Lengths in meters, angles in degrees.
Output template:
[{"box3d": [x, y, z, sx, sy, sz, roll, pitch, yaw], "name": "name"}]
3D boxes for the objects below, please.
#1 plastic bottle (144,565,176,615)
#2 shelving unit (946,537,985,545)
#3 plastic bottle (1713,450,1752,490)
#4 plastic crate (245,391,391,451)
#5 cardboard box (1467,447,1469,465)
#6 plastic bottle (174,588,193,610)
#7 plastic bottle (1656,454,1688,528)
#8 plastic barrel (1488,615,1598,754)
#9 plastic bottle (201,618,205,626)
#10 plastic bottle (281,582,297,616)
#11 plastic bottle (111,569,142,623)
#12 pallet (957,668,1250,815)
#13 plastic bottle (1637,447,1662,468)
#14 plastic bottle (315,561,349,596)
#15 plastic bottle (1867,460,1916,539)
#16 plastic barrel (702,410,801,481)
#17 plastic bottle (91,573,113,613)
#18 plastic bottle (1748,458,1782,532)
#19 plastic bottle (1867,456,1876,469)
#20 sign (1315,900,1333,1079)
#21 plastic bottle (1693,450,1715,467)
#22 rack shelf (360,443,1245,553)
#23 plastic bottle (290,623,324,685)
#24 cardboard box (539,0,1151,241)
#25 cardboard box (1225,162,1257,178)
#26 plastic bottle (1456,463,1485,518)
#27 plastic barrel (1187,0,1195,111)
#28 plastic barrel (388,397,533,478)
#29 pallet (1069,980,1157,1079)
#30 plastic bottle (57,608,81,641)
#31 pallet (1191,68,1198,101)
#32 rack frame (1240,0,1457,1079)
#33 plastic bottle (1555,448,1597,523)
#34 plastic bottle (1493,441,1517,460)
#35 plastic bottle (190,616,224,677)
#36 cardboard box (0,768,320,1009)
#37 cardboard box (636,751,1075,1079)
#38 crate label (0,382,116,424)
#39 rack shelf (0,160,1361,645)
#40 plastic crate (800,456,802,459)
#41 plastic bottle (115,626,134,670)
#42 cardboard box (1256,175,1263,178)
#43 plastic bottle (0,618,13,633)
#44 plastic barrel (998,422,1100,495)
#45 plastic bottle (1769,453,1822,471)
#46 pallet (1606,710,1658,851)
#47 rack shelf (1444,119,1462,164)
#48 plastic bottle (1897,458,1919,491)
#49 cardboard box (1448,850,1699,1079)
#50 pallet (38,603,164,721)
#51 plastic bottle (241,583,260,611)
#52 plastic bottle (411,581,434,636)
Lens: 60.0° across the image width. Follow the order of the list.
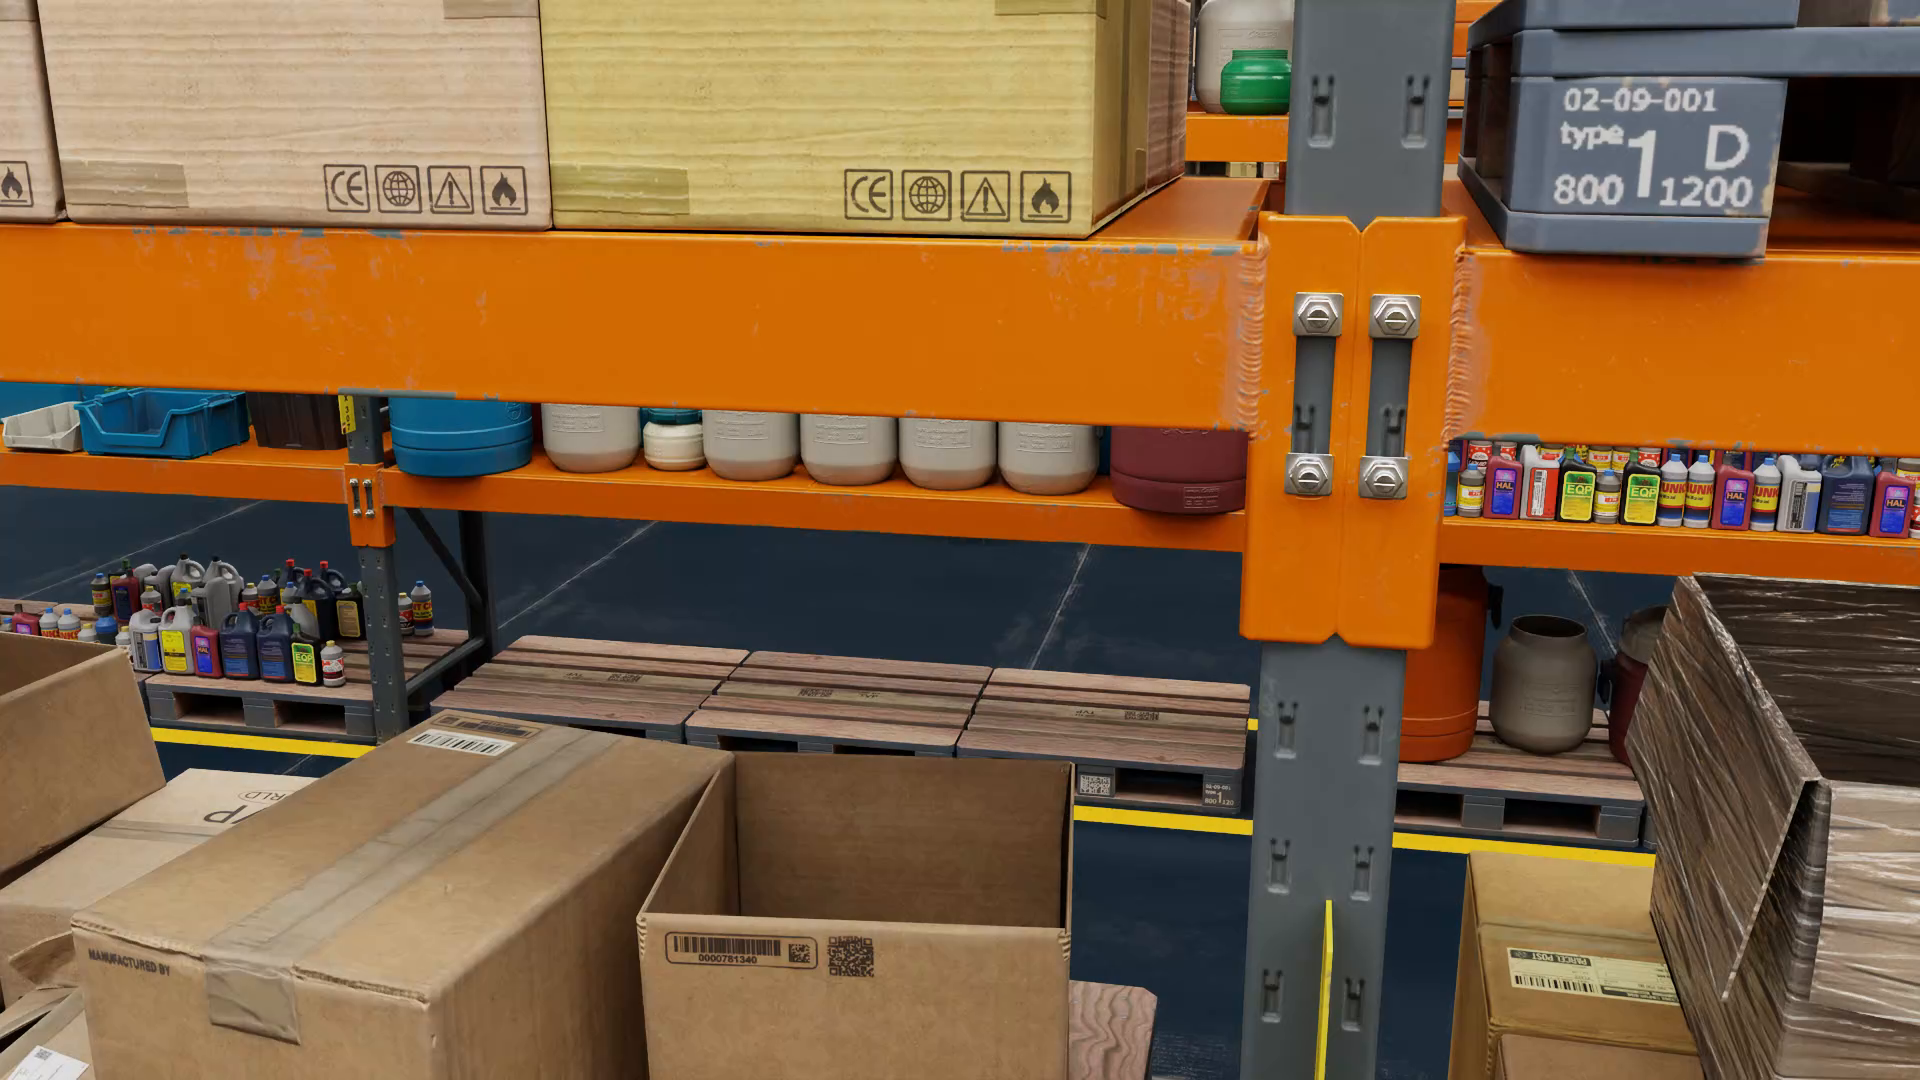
[{"box3d": [-4.156, 0.269, 8.679, 0.135, 0.276, 0.152, 3, 16, 10], "name": "plastic bottle"}, {"box3d": [0.052, -0.503, 10.842, 0.252, 1.050, 0.215, 3, 16, 11], "name": "shelving unit"}, {"box3d": [3.173, -0.342, 6.827, 0.133, 0.283, 0.061, 3, 16, 11], "name": "plastic bottle"}, {"box3d": [-2.989, -0.661, 7.875, 0.504, 0.338, 0.767, 3, 16, 11], "name": "plastic crate"}, {"box3d": [3.313, -0.594, 11.377, 0.500, 0.500, 0.500, 3, 16, 9], "name": "cardboard box"}, {"box3d": [-3.974, 0.347, 8.539, 0.097, 0.201, 0.097, 0, 15, 0], "name": "plastic bottle"}, {"box3d": [2.697, -0.190, 6.300, 0.097, 0.271, 0.097, 0, 15, 0], "name": "plastic bottle"}, {"box3d": [2.473, 0.608, 7.052, 0.421, 0.512, 0.421, 0, 15, 0], "name": "plastic barrel"}, {"box3d": [-3.699, 0.453, 8.002, 0.133, 0.283, 0.061, 3, 16, 11], "name": "plastic bottle"}, {"box3d": [-3.376, 0.346, 8.412, 0.097, 0.271, 0.097, 0, 15, 0], "name": "plastic bottle"}, {"box3d": [-4.313, 0.286, 8.604, 0.133, 0.283, 0.061, 3, 16, 11], "name": "plastic bottle"}, {"box3d": [0.667, 0.876, 7.435, 1.213, 0.211, 1.003, 3, 16, 11], "name": "pallet"}, {"box3d": [2.903, -0.352, 7.015, 0.097, 0.201, 0.097, 0, 15, 0], "name": "plastic bottle"}, {"box3d": [-3.209, 0.284, 8.488, 0.185, 0.351, 0.144, 4, 16, 13], "name": "plastic bottle"}, {"box3d": [3.441, -0.150, 6.134, 0.133, 0.283, 0.061, 3, 16, 11], "name": "plastic bottle"}, {"box3d": [-0.888, -0.548, 7.096, 0.433, 0.535, 0.433, 0, 15, 0], "name": "plastic barrel"}, {"box3d": [-4.534, 0.277, 8.790, 0.097, 0.201, 0.097, 0, 15, 0], "name": "plastic bottle"}, {"box3d": [3.018, -0.172, 6.237, 0.097, 0.271, 0.097, 0, 15, 0], "name": "plastic bottle"}, {"box3d": [3.718, -0.341, 6.846, 0.097, 0.271, 0.097, 0, 15, 0], "name": "plastic bottle"}, {"box3d": [0.333, 0.502, 1.542, 0.005, 0.325, 0.100, 3, 16, 11], "name": "sign"}, {"box3d": [3.168, -0.403, 6.920, 0.185, 0.351, 0.144, 3, 16, 11], "name": "plastic bottle"}, {"box3d": [-0.541, -0.176, 7.358, 4.000, 0.370, 1.077, 3, 16, 11], "name": "rack shelf"}, {"box3d": [-3.038, 0.528, 7.731, 0.133, 0.283, 0.061, 4, 16, 14], "name": "plastic bottle"}, {"box3d": [-0.083, -0.456, 1.679, 0.500, 0.250, 0.500, 3, 16, 11], "name": "cardboard box"}, {"box3d": [2.731, -3.605, 16.161, 0.250, 0.149, 0.380, 0, 15, 2], "name": "cardboard box"}, {"box3d": [1.982, -0.195, 6.449, 0.097, 0.201, 0.097, 0, 15, 0], "name": "plastic bottle"}, {"box3d": [0.657, -2.204, 6.773, 0.600, 0.901, 0.600, 0, 15, 0], "name": "plastic barrel"}, {"box3d": [-2.183, -0.771, 7.219, 0.708, 0.901, 0.600, 3, 16, 11], "name": "plastic barrel"}, {"box3d": [-0.288, 0.961, 2.262, 1.003, 0.211, 1.213, 3, 16, 11], "name": "pallet"}, {"box3d": [-4.272, 0.462, 7.992, 0.097, 0.271, 0.097, 0, 15, 0], "name": "plastic bottle"}, {"box3d": [1.727, -3.080, 11.225, 1.003, 0.211, 1.213, 4, 16, 14], "name": "pallet"}, {"box3d": [0.432, 0.879, 2.200, 0.127, 3.000, 1.000, 3, 16, 11], "name": "rack frame"}, {"box3d": [2.354, -0.209, 6.347, 0.133, 0.283, 0.061, 3, 16, 11], "name": "plastic bottle"}, {"box3d": [2.331, -0.383, 7.127, 0.097, 0.201, 0.097, 0, 15, 0], "name": "plastic bottle"}, {"box3d": [-3.546, 0.501, 7.830, 0.133, 0.283, 0.061, 4, 16, 15], "name": "plastic bottle"}, {"box3d": [-1.165, 0.599, 2.703, 0.500, 0.250, 0.500, 3, 16, 10], "name": "cardboard box"}, {"box3d": [-0.105, 0.610, 2.197, 0.500, 0.500, 0.500, 1, 16, 4], "name": "cardboard box"}, {"box3d": [-4.563, -0.832, 8.311, 0.616, 0.435, 0.502, 3, 16, 11], "name": "crate label"}, {"box3d": [-1.528, -0.326, 2.280, 4.000, 0.370, 1.077, 3, 16, 11], "name": "rack shelf"}, {"box3d": [-0.738, -0.509, 7.606, 0.662, 0.188, 0.450, 3, 16, 11], "name": "plastic crate"}, {"box3d": [-3.974, 0.512, 7.943, 0.097, 0.201, 0.097, 0, 15, 0], "name": "plastic bottle"}, {"box3d": [2.930, -3.291, 16.242, 0.500, 0.500, 0.700, 1, 16, 5], "name": "cardboard box"}, {"box3d": [-4.605, 0.478, 8.066, 0.097, 0.201, 0.097, 0, 15, 0], "name": "plastic bottle"}, {"box3d": [0.368, -0.470, 6.859, 0.421, 0.512, 0.421, 0, 15, 0], "name": "plastic barrel"}, {"box3d": [3.192, -0.249, 6.365, 0.185, 0.351, 0.144, 3, 16, 11], "name": "plastic bottle"}, {"box3d": [3.392, 1.024, 6.901, 1.213, 0.211, 1.003, 3, 16, 11], "name": "pallet"}, {"box3d": [3.379, -1.409, 6.189, 4.000, 0.370, 1.077, 3, 16, 11], "name": "rack shelf"}, {"box3d": [3.820, -0.261, 6.686, 0.097, 0.201, 0.097, 0, 15, 0], "name": "plastic bottle"}, {"box3d": [0.965, 0.792, 2.326, 0.500, 0.500, 0.500, 4, 16, 13], "name": "cardboard box"}, {"box3d": [-4.350, 0.603, 8.419, 1.213, 0.211, 1.003, 3, 16, 11], "name": "pallet"}, {"box3d": [-3.667, 0.324, 8.620, 0.097, 0.201, 0.097, 0, 15, 0], "name": "plastic bottle"}, {"box3d": [-2.726, 0.342, 8.426, 0.097, 0.271, 0.097, 0, 15, 0], "name": "plastic bottle"}]
